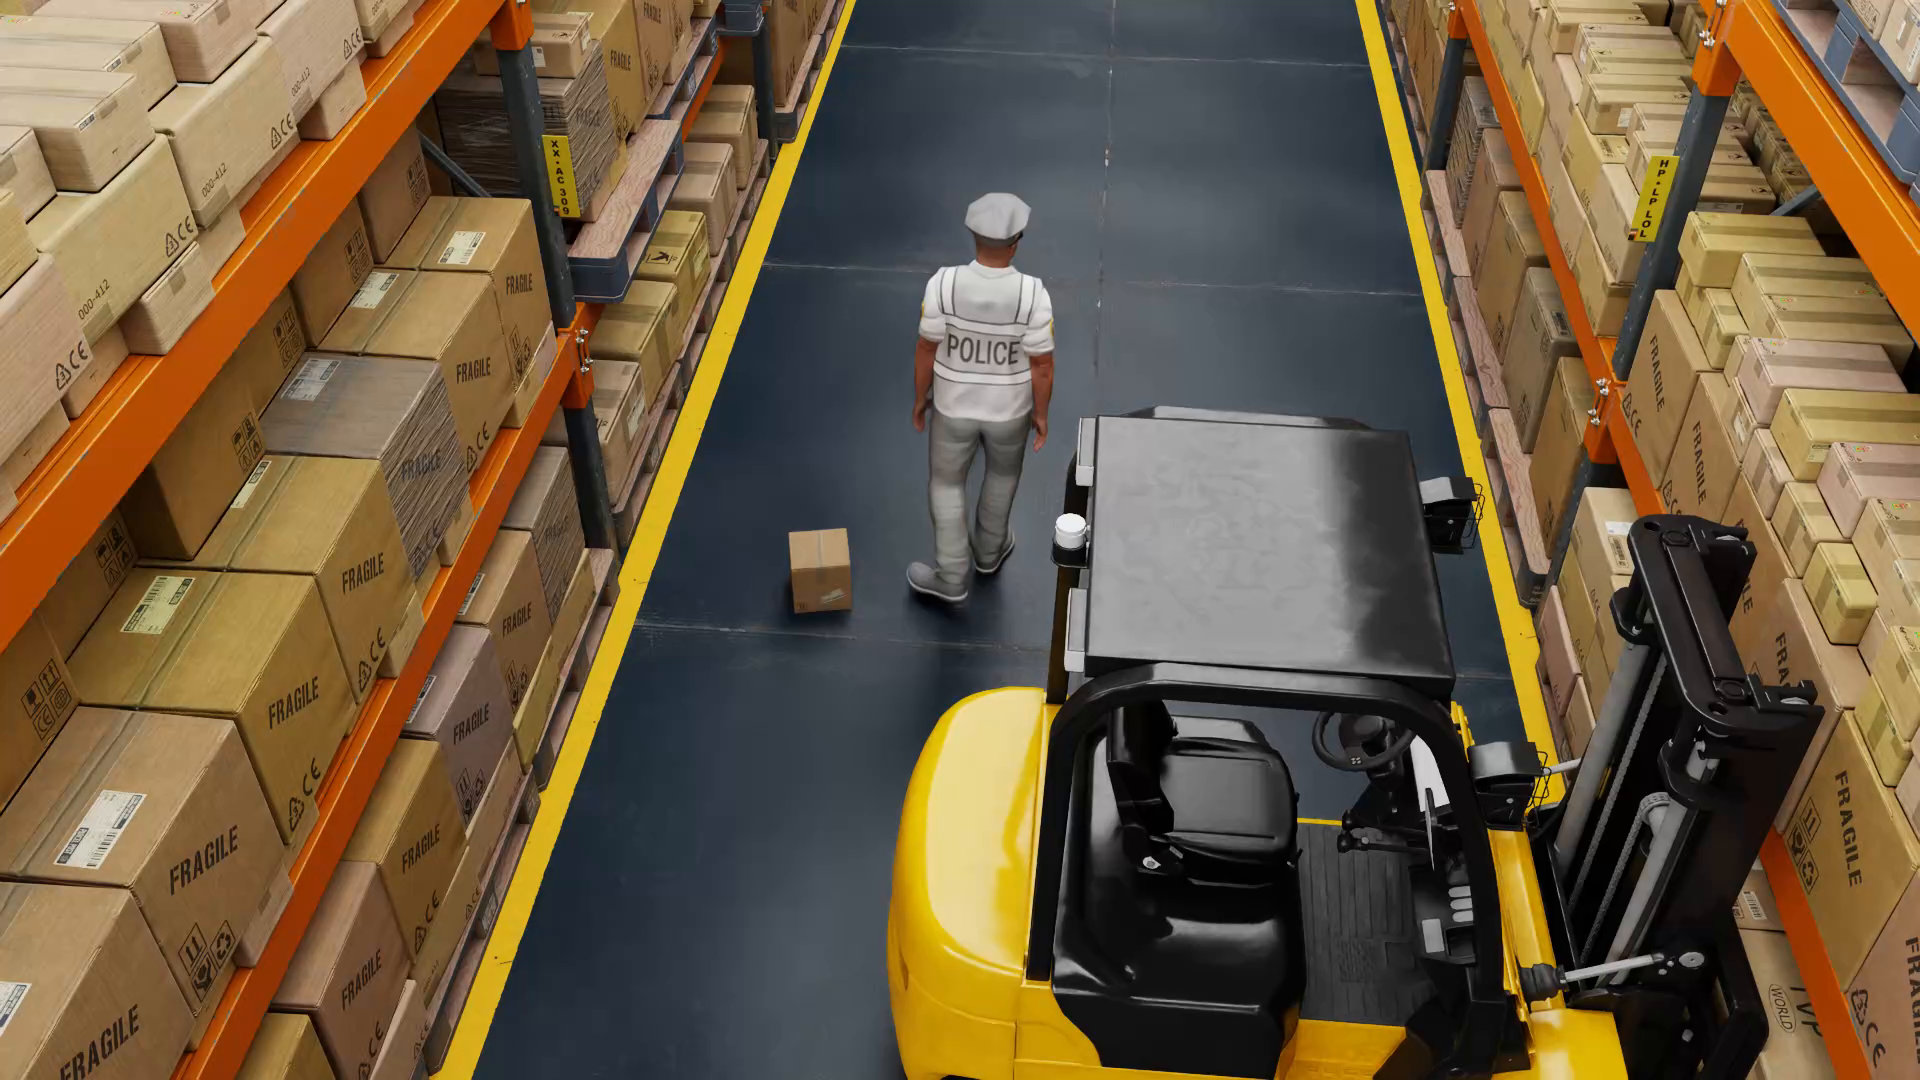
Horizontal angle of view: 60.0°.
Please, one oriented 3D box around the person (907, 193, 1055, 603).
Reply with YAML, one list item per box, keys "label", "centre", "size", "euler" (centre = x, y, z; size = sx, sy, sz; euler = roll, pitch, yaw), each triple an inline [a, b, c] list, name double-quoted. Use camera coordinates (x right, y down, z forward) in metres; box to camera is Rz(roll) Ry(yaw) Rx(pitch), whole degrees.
- label: "person"
  centre: [0.075, -0.523, 6.778]
  size: [0.602, 1.736, 0.593]
  euler: [2, 40, 2]
